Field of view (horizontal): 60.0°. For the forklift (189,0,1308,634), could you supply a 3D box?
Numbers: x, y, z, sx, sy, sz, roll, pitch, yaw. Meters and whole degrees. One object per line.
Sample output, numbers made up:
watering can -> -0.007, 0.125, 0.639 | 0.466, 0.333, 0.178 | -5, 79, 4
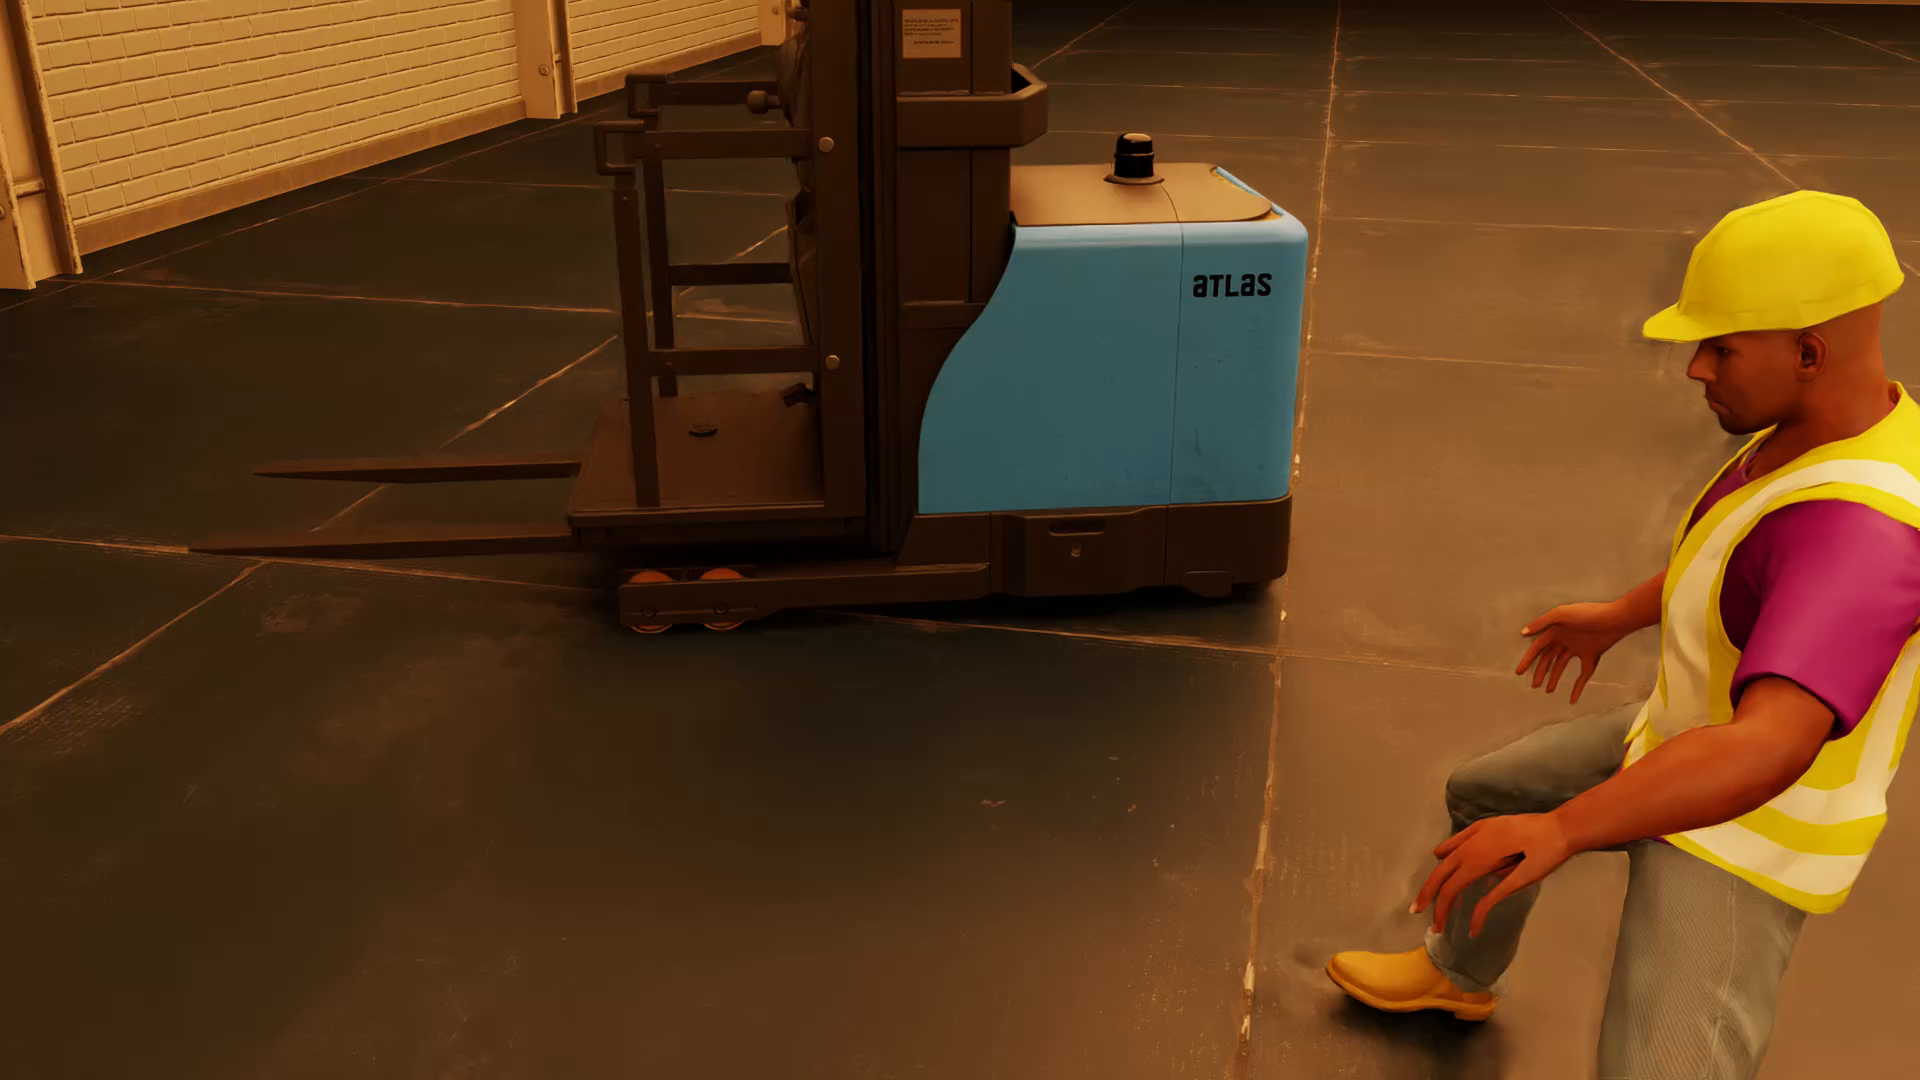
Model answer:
forklift -> -0.618, -1.312, 4.484 | 3.031, 2.935, 1.130 | -2, 22, -6

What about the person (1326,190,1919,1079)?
person -> 0.952, 0.335, 2.279 | 0.929, 1.613, 1.028 | 9, 24, 20
